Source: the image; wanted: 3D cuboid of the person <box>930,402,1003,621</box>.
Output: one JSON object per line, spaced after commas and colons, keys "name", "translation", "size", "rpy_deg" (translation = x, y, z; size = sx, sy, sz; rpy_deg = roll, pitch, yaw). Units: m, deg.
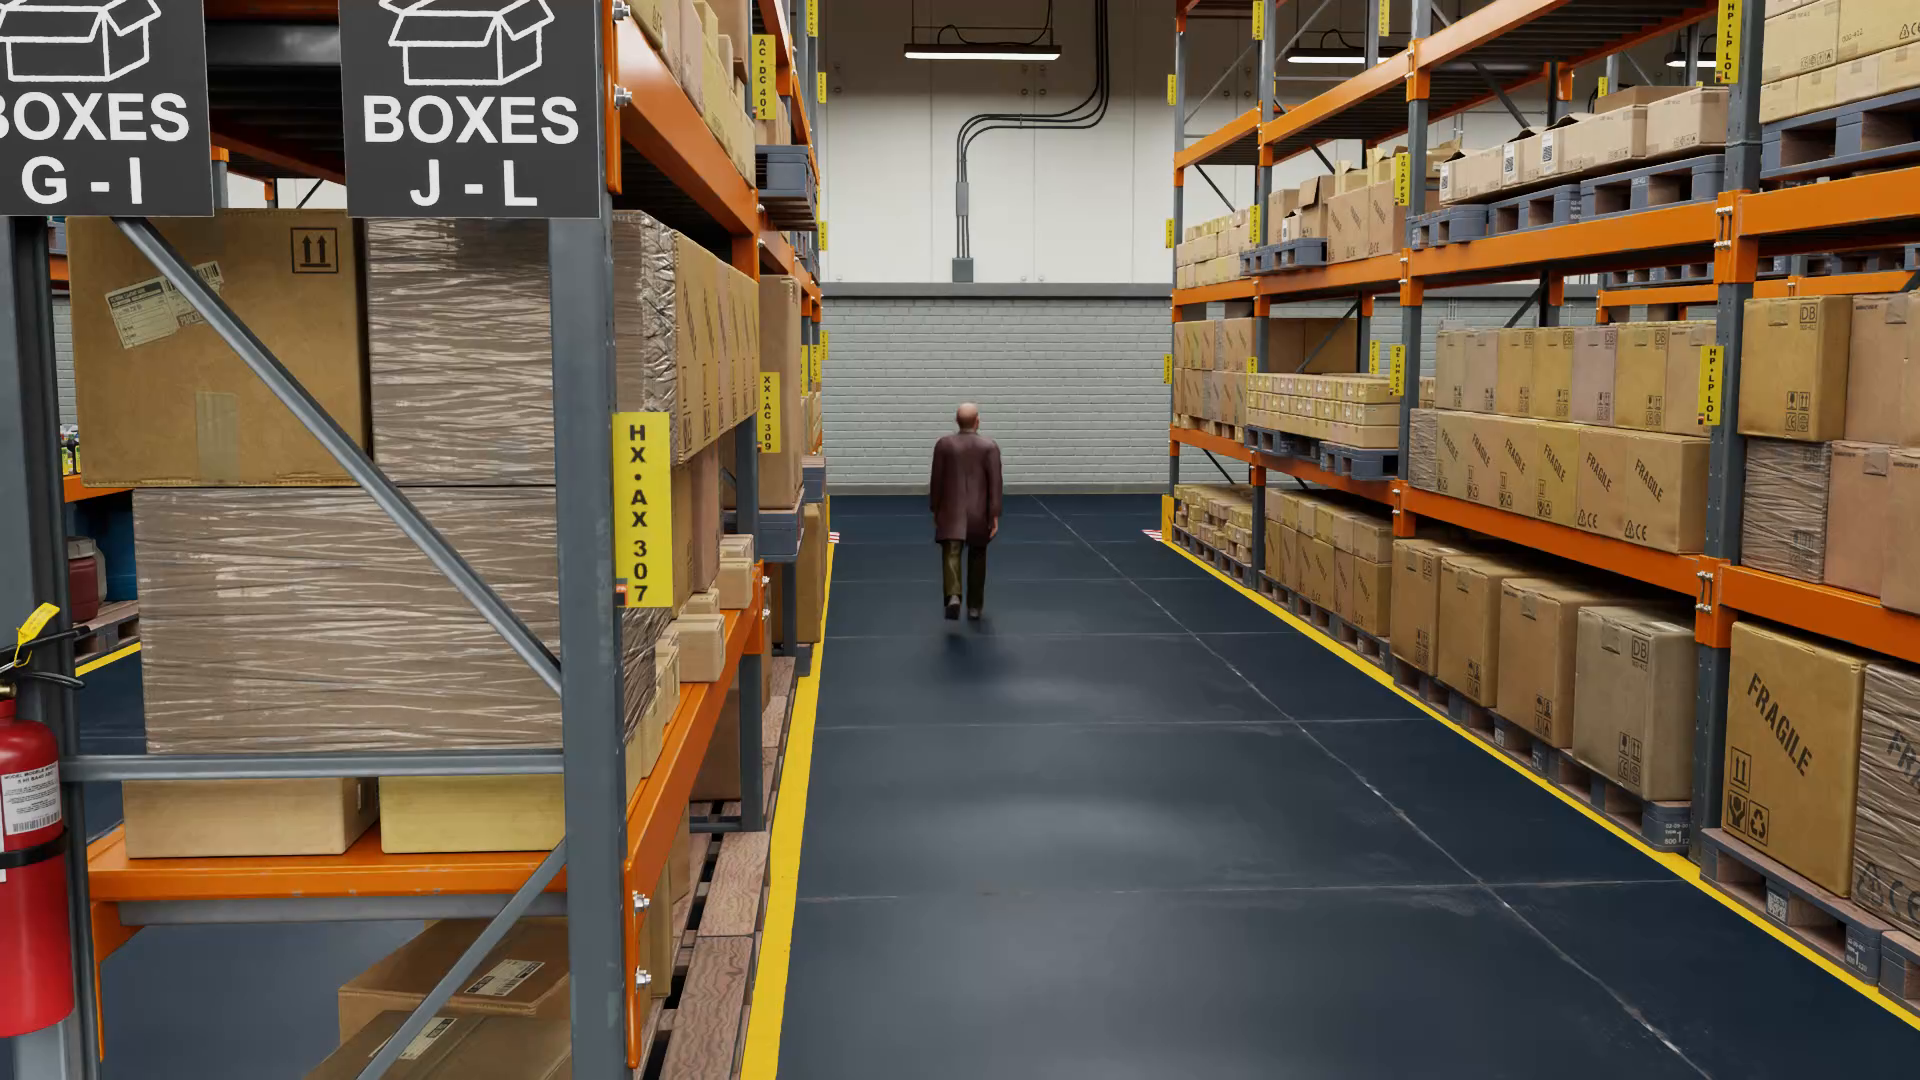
{"name": "person", "translation": [0.047, -0.215, 13.119], "size": [0.576, 1.733, 1.132], "rpy_deg": [0, 7, 0]}
